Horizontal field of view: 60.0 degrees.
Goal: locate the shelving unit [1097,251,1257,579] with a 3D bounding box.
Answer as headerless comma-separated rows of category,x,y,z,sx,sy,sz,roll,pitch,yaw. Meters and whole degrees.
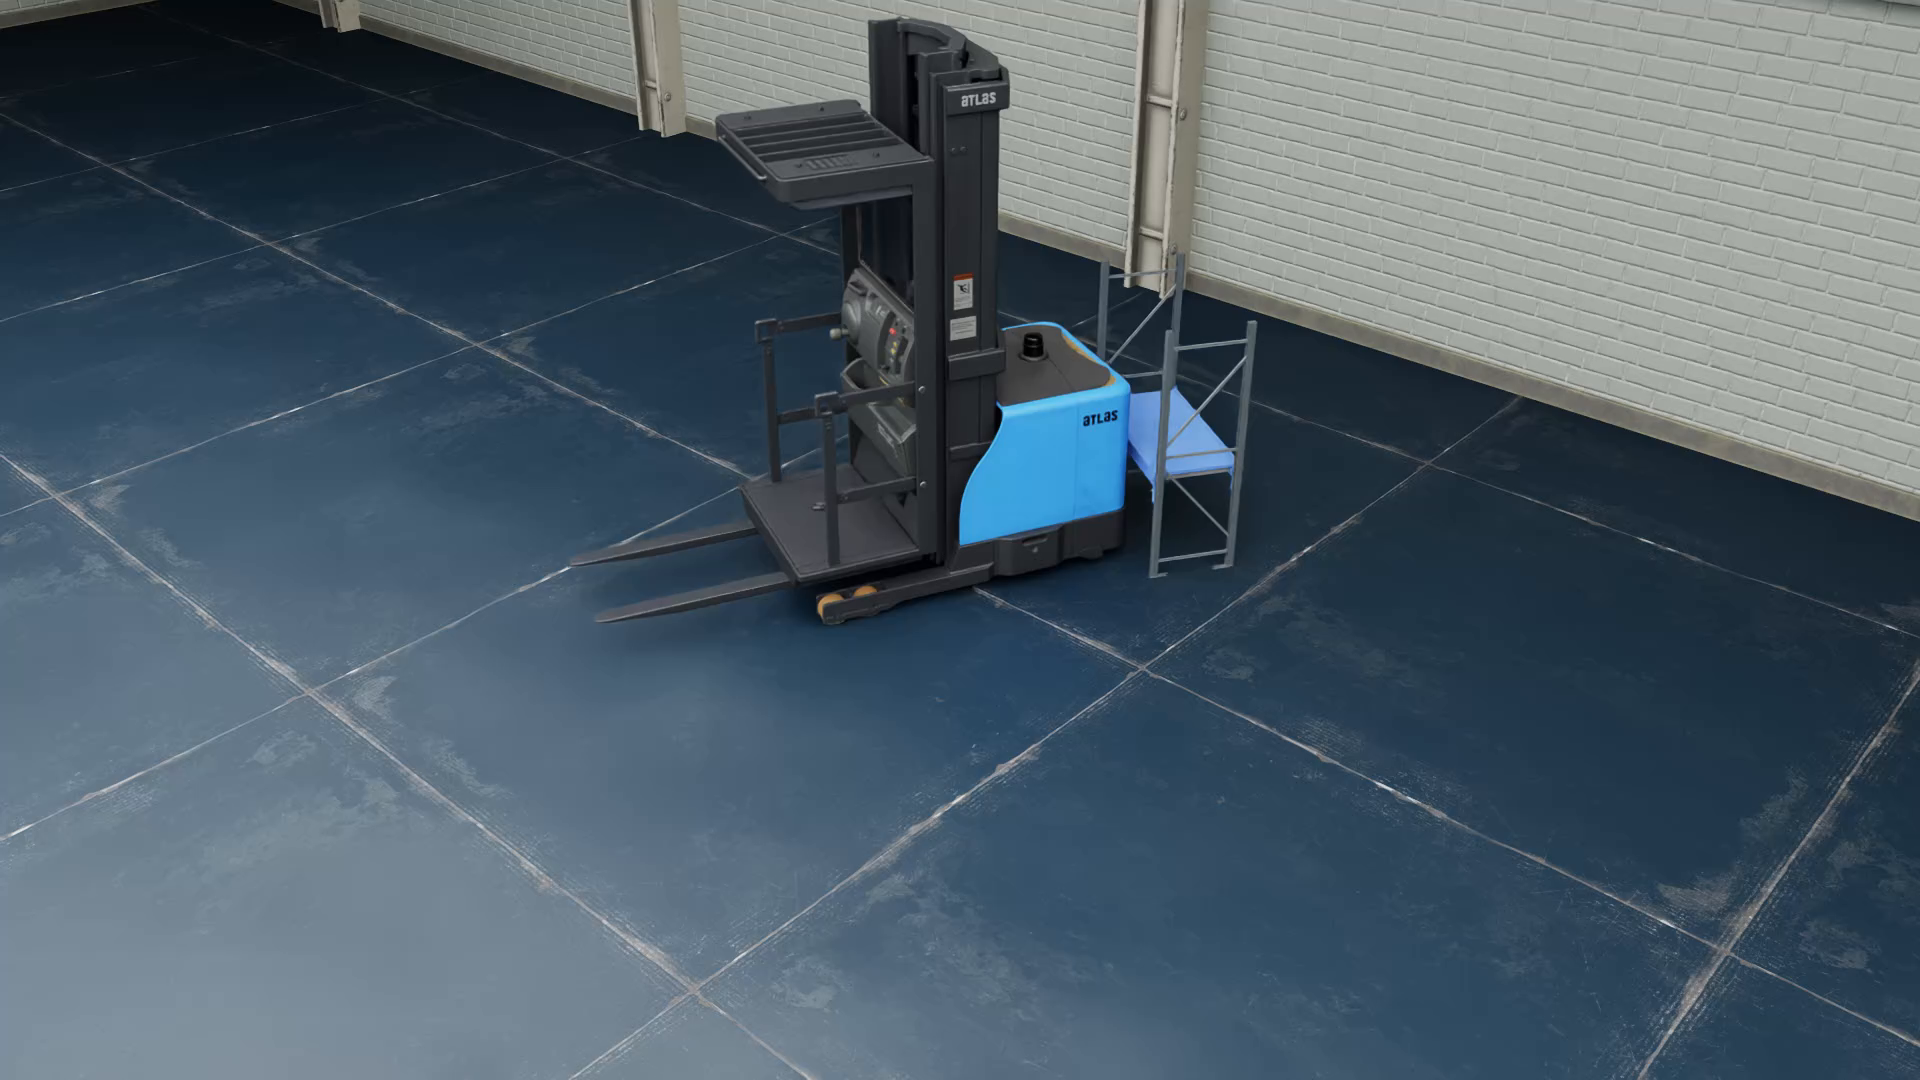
shelving unit,1.175,-0.718,9.434,0.538,1.500,1.048,-8,32,-13

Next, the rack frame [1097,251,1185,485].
rack frame,1.044,-0.972,9.855,0.500,1.500,0.032,-8,32,-13

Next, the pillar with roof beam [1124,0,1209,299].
pillar with roof beam,-1.364,-4.183,7.918,0.400,9.000,9.100,25,39,35

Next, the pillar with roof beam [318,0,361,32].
pillar with roof beam,-10.261,-8.336,14.817,0.400,9.000,9.100,25,39,35

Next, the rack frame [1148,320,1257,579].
rack frame,1.305,-0.465,9.013,0.500,1.500,0.032,-8,32,-13

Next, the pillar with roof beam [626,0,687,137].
pillar with roof beam,-5.812,-6.260,11.368,0.400,9.000,9.100,25,39,35

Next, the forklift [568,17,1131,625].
forklift,-0.618,-1.108,8.694,3.031,2.935,1.130,-13,33,-20

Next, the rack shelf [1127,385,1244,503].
rack shelf,1.175,-0.564,9.526,0.538,0.185,1.000,-8,32,-13
